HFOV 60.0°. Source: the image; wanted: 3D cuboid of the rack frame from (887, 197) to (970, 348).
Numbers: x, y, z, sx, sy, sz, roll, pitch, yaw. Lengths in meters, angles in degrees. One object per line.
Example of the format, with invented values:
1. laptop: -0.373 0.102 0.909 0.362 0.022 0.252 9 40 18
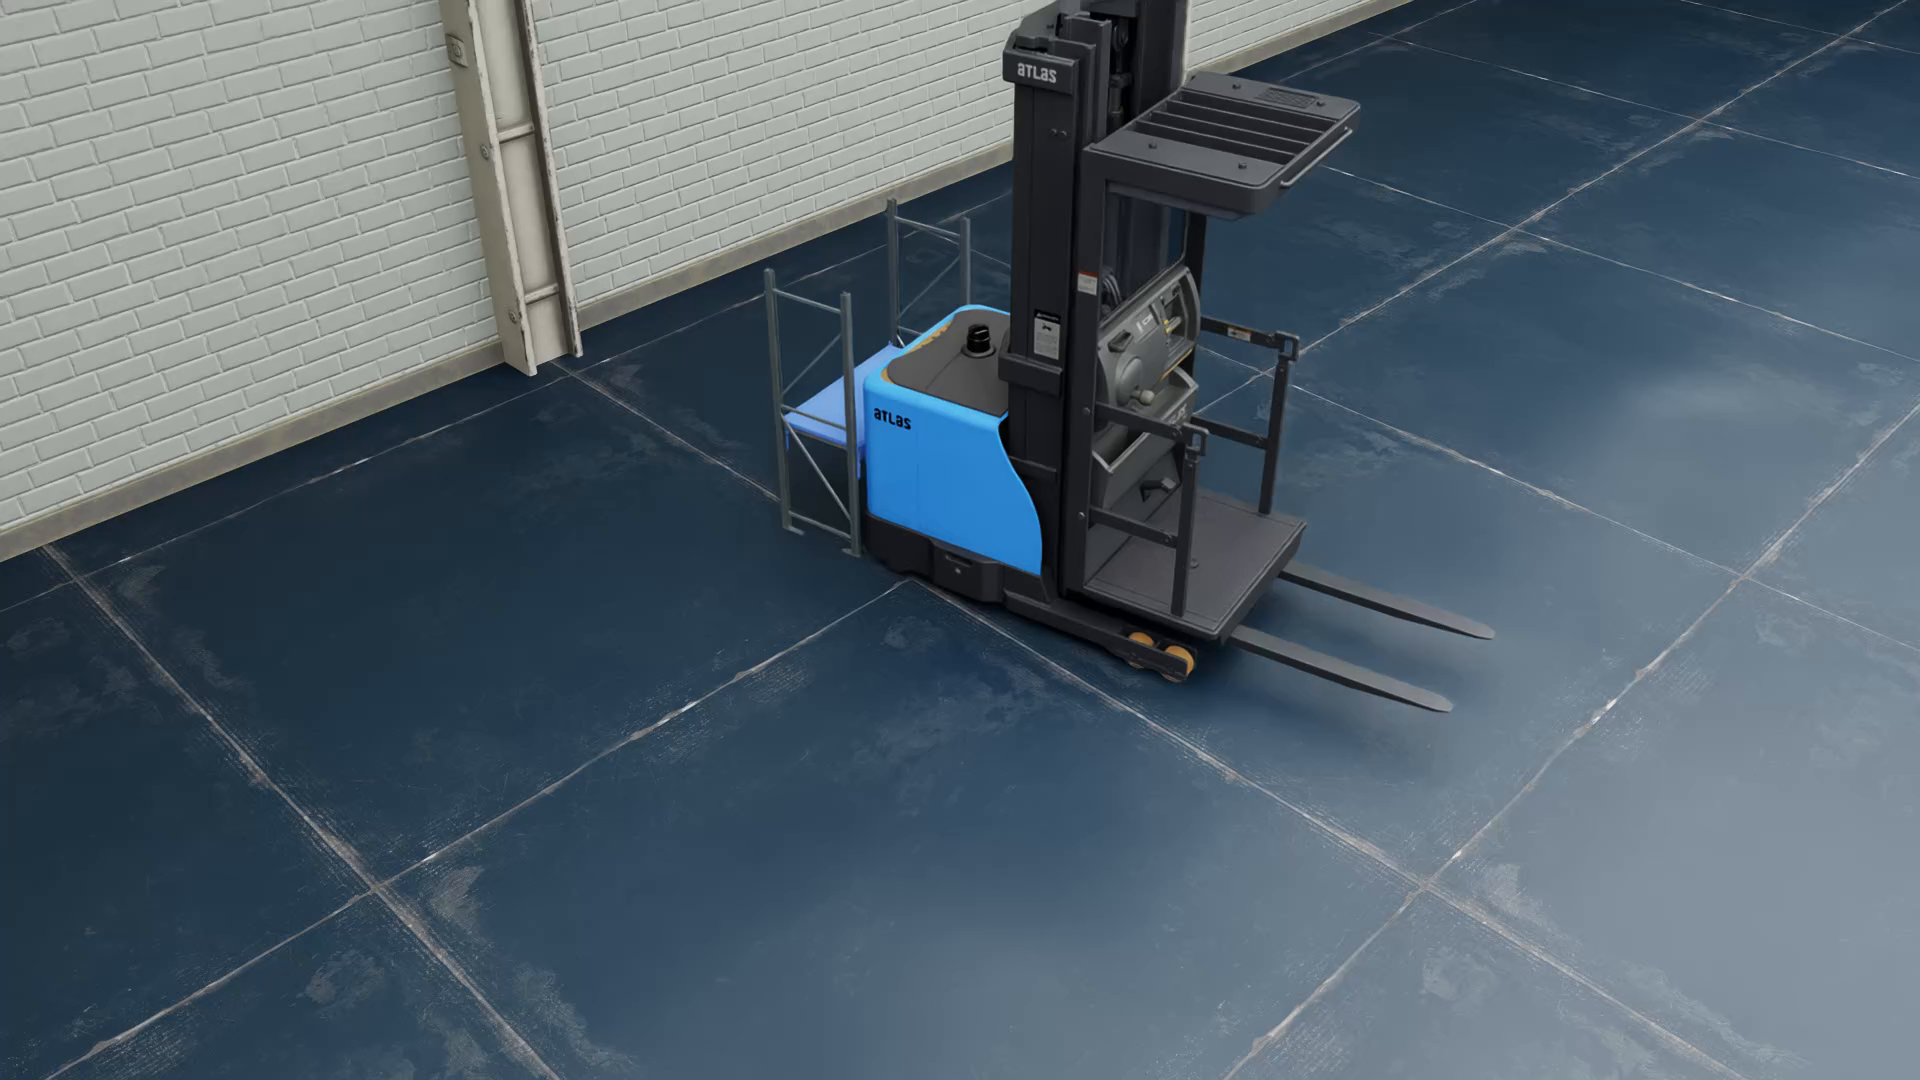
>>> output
1. rack frame: -0.165 -1.091 8.994 0.500 1.500 0.032 21 40 27

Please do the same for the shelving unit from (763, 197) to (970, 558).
1. shelving unit: -0.446 -0.849 8.647 0.538 1.500 1.048 21 40 27

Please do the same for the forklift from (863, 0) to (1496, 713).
1. forklift: 1.036 -0.886 7.449 3.031 2.935 1.130 20 39 26

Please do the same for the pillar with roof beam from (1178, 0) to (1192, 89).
1. pillar with roof beam: 4.680 -5.534 8.809 9.100 9.000 0.400 30 45 35

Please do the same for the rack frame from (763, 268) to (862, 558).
1. rack frame: -0.726 -0.606 8.299 0.500 1.500 0.032 21 40 27

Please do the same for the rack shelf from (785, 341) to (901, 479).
1. rack shelf: -0.446 -0.701 8.750 0.538 0.185 1.000 21 40 27

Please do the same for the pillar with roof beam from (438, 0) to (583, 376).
1. pillar with roof beam: 0.453 -3.098 5.316 9.100 9.000 0.400 30 45 35
